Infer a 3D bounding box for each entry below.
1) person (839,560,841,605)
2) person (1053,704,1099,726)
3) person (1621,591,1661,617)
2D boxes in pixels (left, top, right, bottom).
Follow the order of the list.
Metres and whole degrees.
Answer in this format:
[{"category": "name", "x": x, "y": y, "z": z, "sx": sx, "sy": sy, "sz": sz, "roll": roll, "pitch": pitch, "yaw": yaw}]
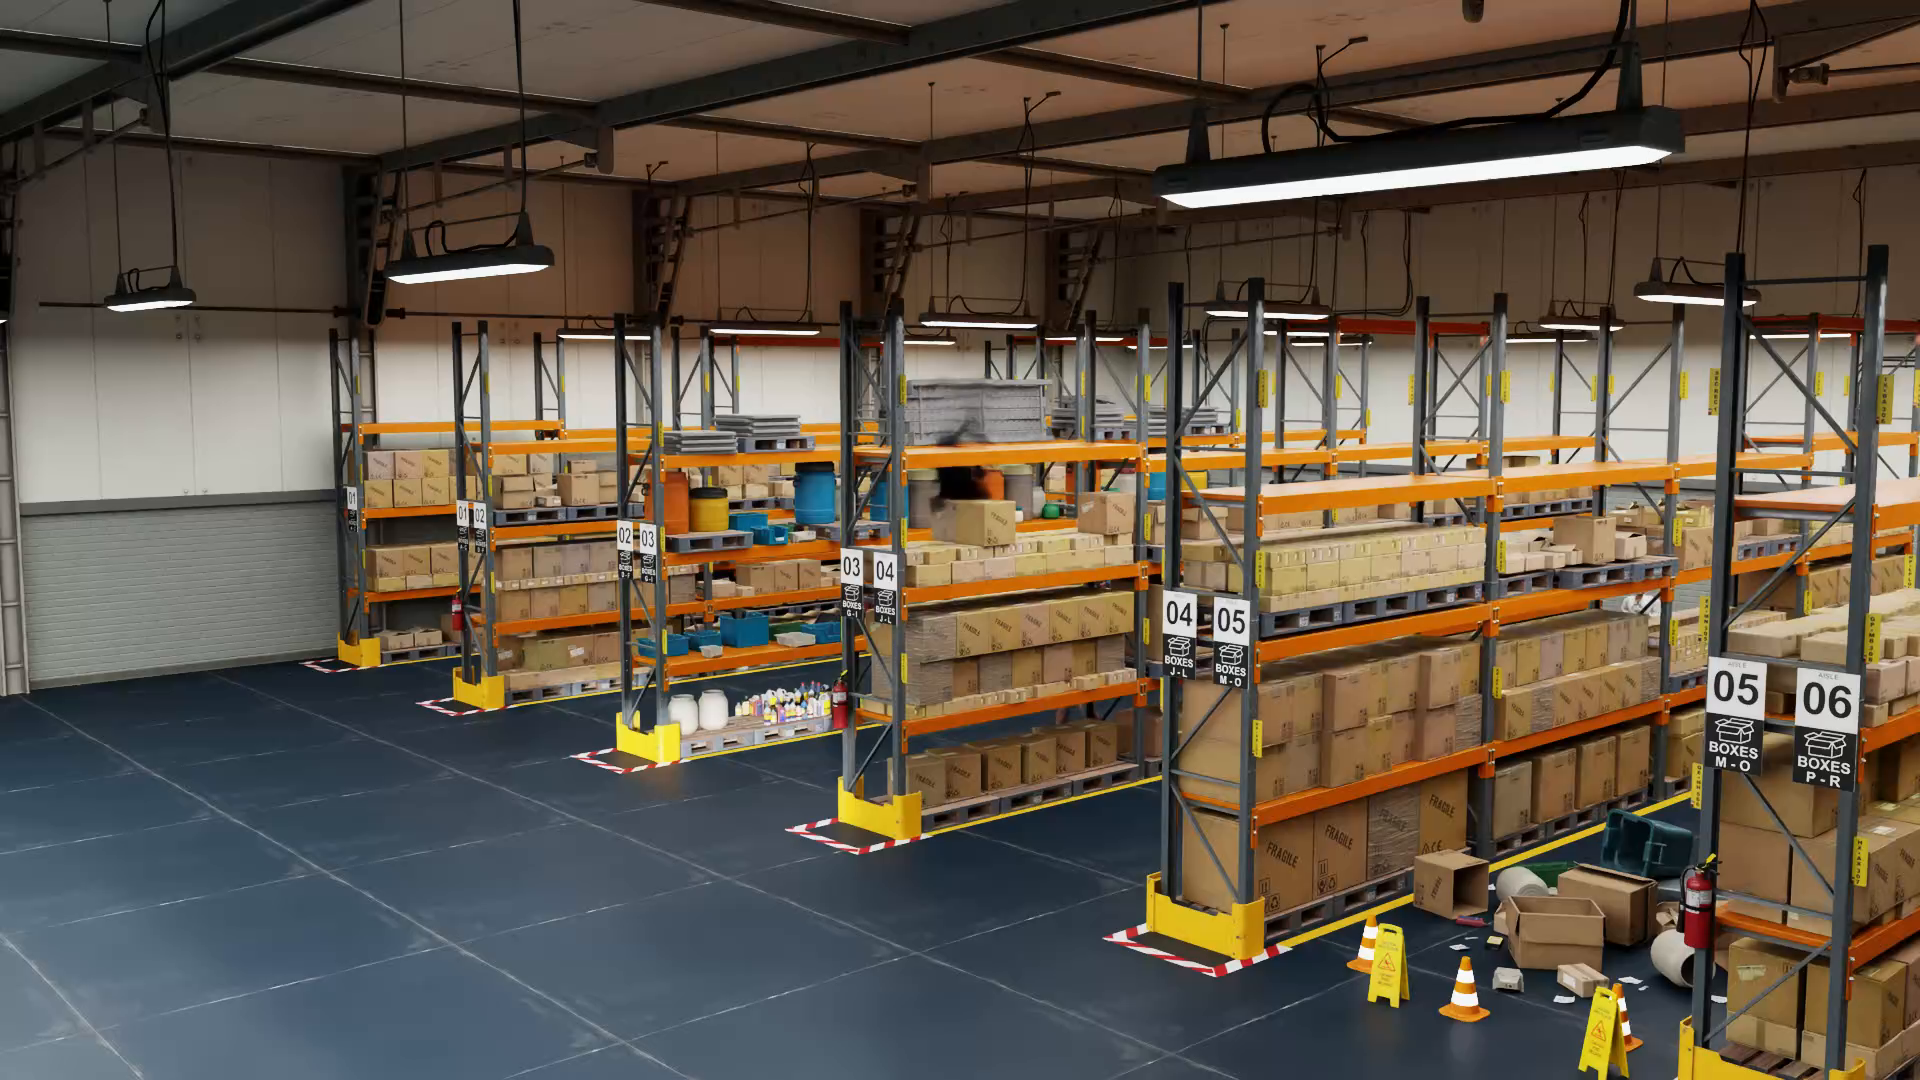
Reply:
[{"category": "person", "x": -2.252, "y": 0.906, "z": 34.478, "sx": 0.700, "sy": 1.726, "sz": 0.670, "roll": 4, "pitch": 7, "yaw": 34}, {"category": "person", "x": 1.583, "y": 2.007, "z": 23.387, "sx": 0.962, "sy": 1.647, "sz": 0.580, "roll": -5, "pitch": 8, "yaw": -44}, {"category": "person", "x": 11.231, "y": 1.586, "z": 27.487, "sx": 0.703, "sy": 1.845, "sz": 0.818, "roll": 4, "pitch": 7, "yaw": 35}]
